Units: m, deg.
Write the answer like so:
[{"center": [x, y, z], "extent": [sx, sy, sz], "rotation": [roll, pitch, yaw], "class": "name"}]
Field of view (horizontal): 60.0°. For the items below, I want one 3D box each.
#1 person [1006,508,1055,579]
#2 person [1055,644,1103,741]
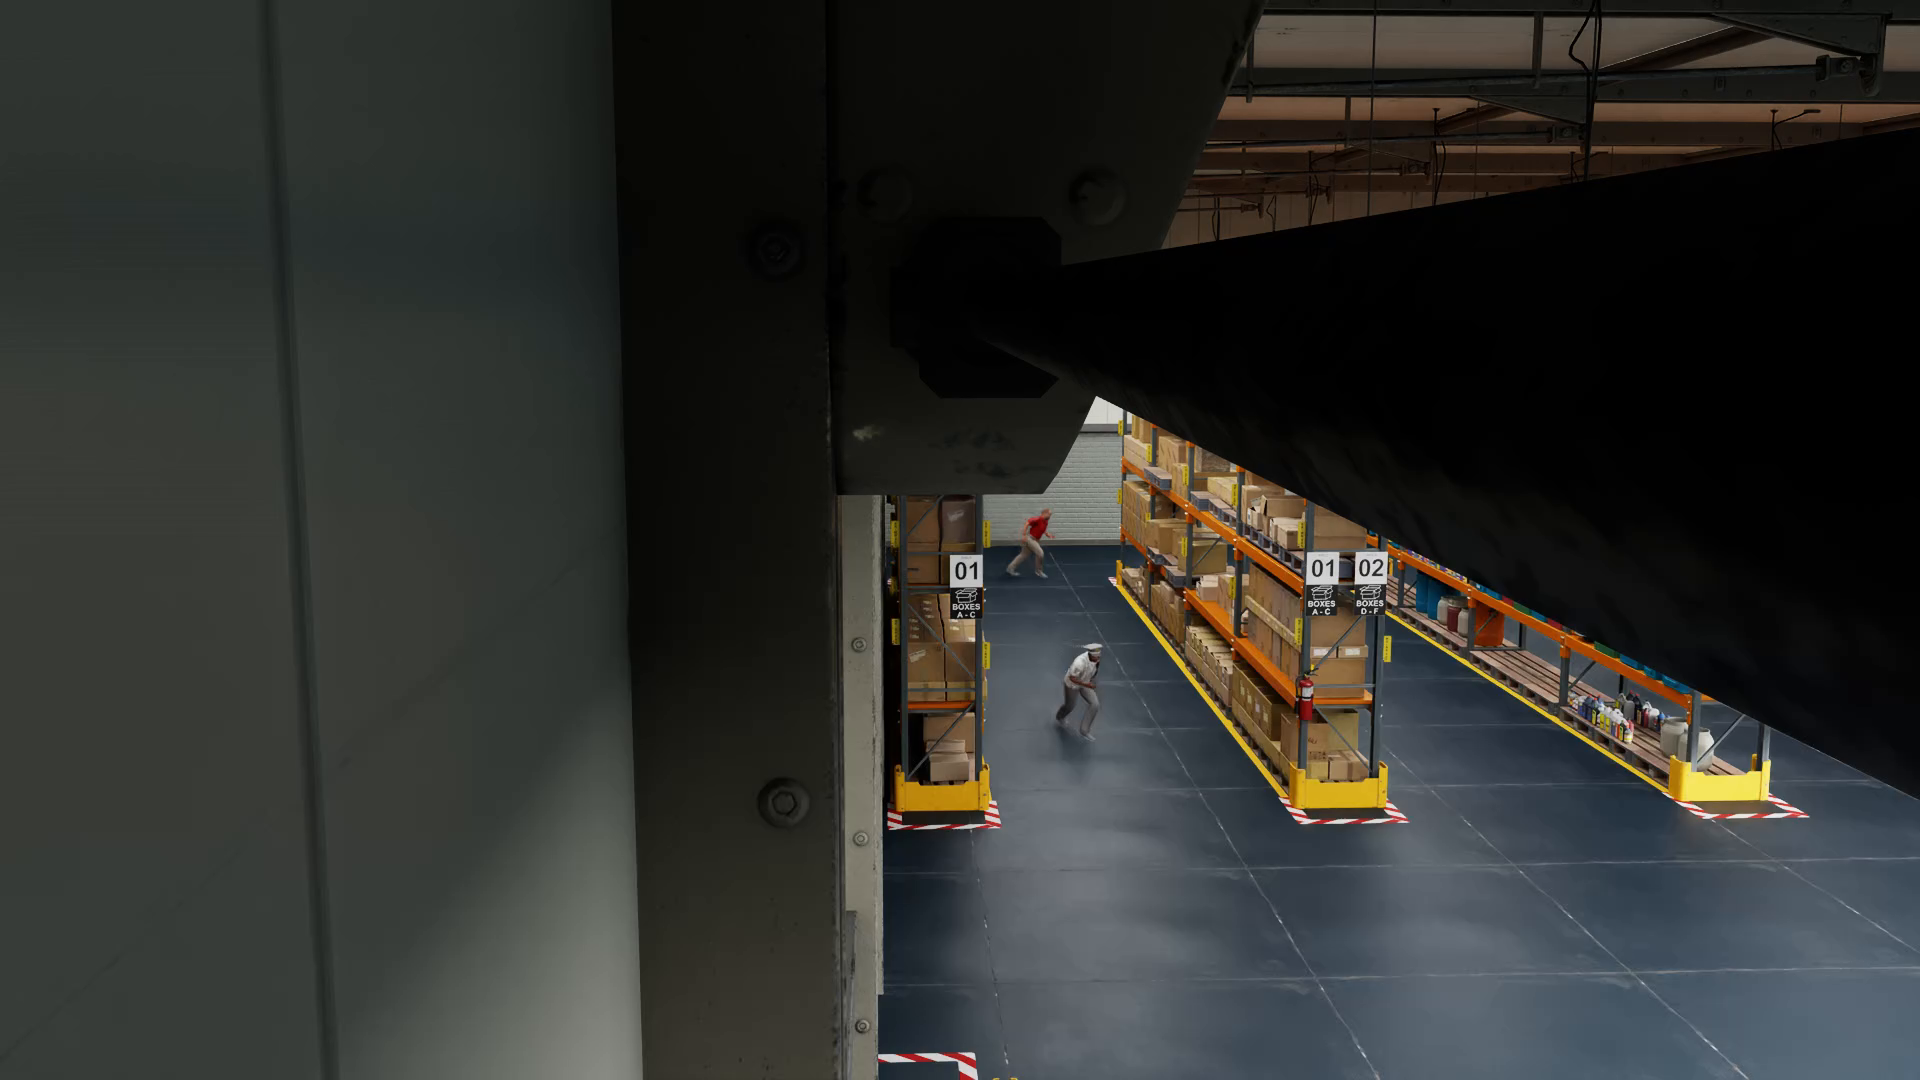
[{"center": [1.573, 0.056, 37.282], "extent": [1.097, 1.575, 0.682], "rotation": [2, 9, 16], "class": "person"}, {"center": [1.668, 2.134, 23.917], "extent": [0.567, 1.456, 1.123], "rotation": [-6, 10, -34], "class": "person"}]
